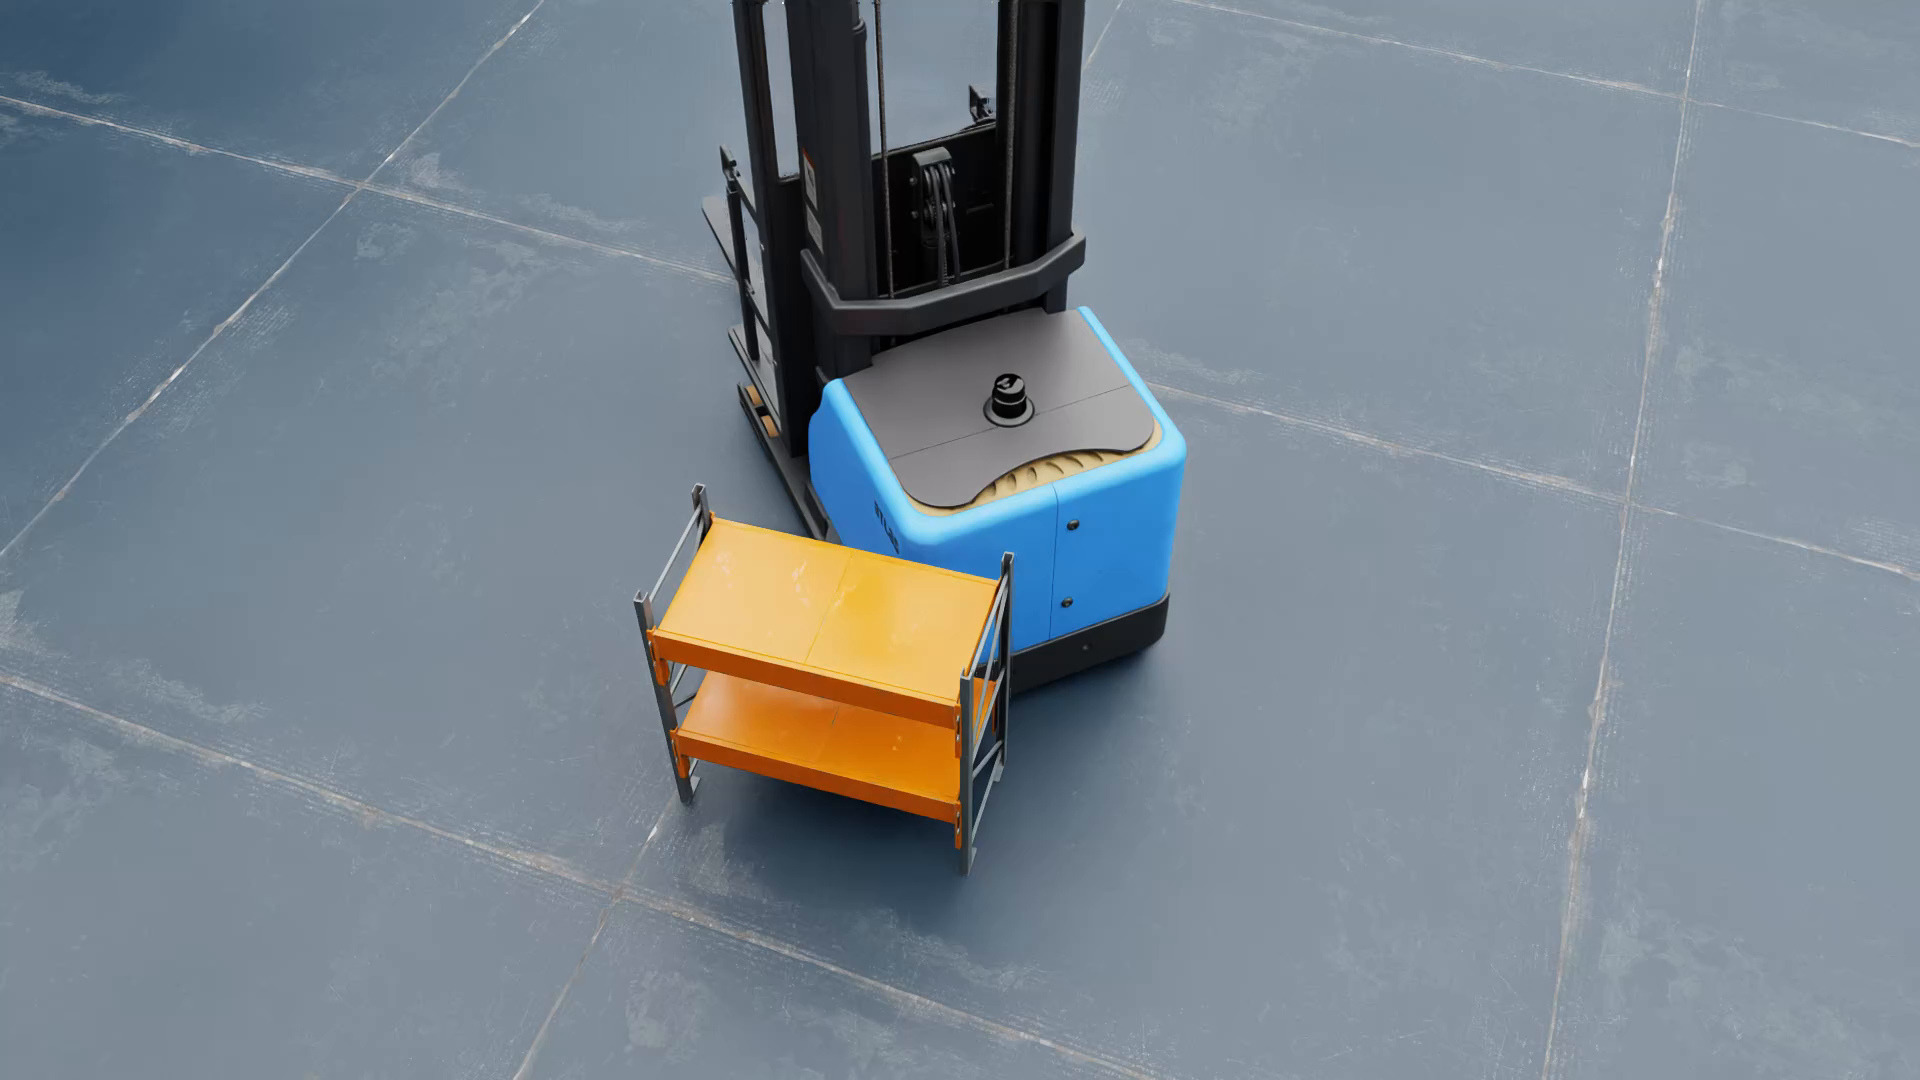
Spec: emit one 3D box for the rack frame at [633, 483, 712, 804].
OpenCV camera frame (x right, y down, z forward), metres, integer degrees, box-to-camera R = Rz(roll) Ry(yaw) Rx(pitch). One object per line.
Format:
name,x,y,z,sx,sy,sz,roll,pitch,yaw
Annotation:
rack frame,-0.893,0.371,5.550,0.032,1.125,0.500,12,50,11

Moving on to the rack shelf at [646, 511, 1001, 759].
rack shelf,-0.405,0.287,5.236,1.000,0.278,0.538,12,50,11

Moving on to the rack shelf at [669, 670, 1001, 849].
rack shelf,-0.405,0.639,5.642,1.000,0.278,0.538,12,50,11

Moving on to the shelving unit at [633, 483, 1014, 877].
shelving unit,-0.405,0.479,5.457,1.048,1.125,0.538,12,50,11

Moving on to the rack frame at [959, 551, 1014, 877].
rack frame,0.083,0.587,5.364,0.032,1.125,0.500,12,50,11

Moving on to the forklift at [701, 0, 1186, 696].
forklift,-0.283,-1.443,5.927,1.130,2.935,3.031,-18,52,-15
